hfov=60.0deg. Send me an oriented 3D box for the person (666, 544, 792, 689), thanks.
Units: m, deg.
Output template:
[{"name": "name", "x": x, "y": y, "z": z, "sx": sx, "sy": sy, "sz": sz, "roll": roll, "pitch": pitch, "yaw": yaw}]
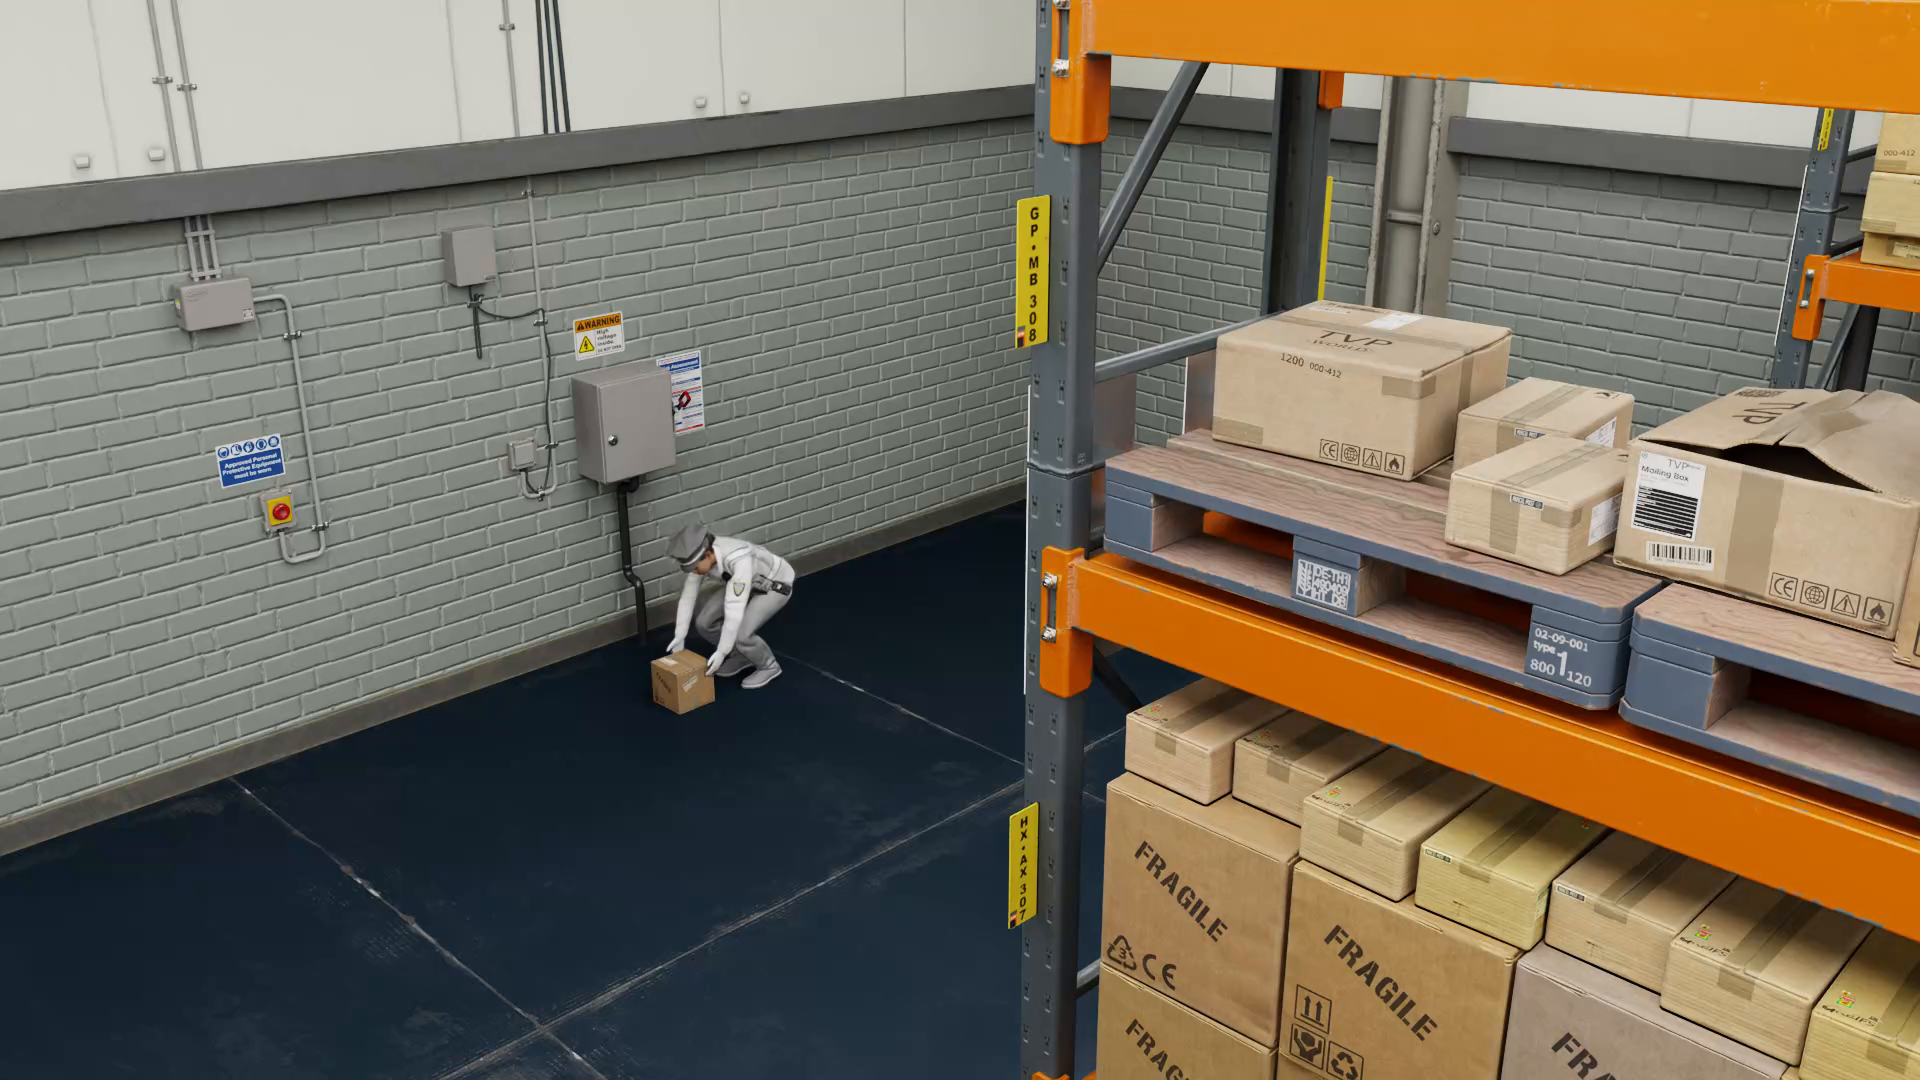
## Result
[{"name": "person", "x": -1.285, "y": 0.406, "z": 9.569, "sx": 0.501, "sy": 0.917, "sz": 0.760, "roll": 19, "pitch": 28, "yaw": 41}]
